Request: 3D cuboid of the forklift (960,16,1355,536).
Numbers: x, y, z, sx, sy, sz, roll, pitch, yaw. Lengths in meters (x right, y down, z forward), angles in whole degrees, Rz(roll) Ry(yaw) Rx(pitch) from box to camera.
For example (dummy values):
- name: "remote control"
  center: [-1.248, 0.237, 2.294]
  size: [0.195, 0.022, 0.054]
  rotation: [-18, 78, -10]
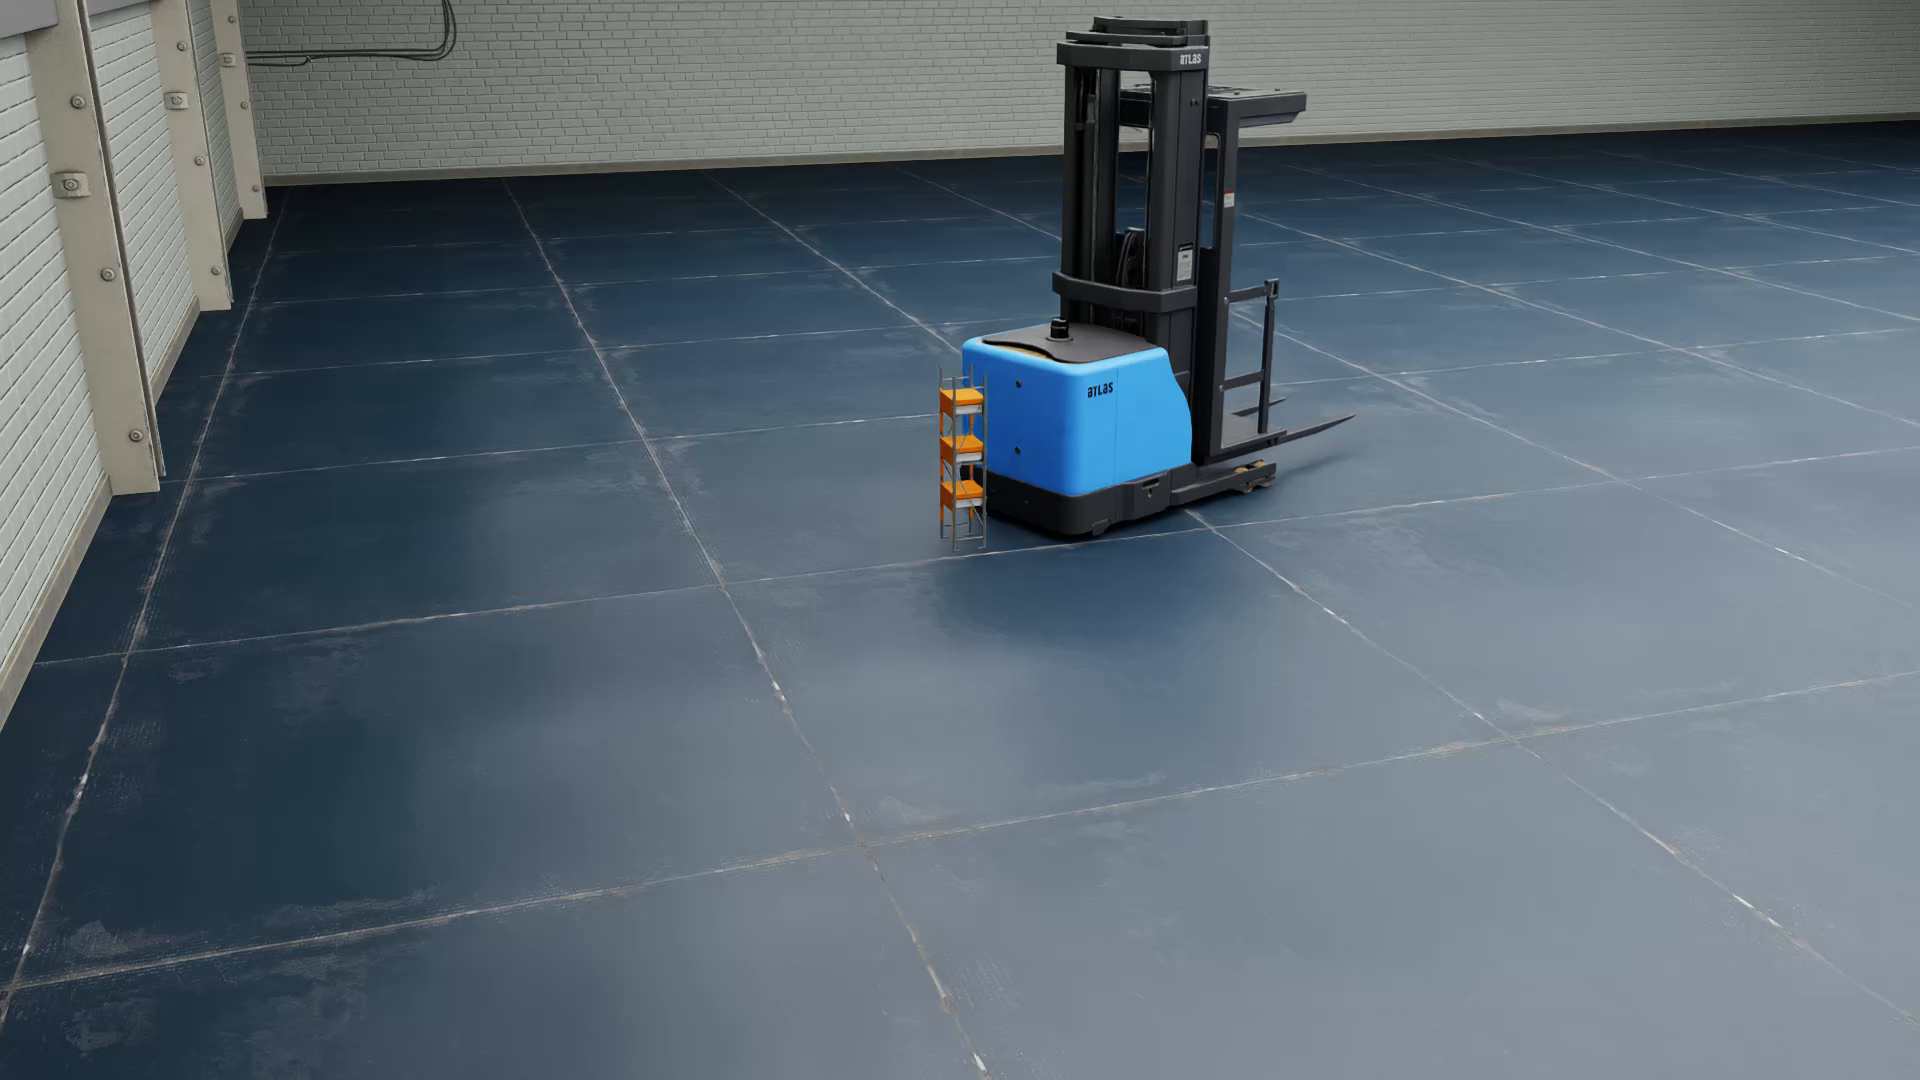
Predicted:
- name: "forklift"
  center: [1.435, -1.799, 10.589]
  size: [3.031, 2.935, 1.130]
  rotation: [-17, 26, -39]

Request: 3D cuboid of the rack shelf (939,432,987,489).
- name: "rack shelf"
  center: [0.017, -0.467, 9.695]
  size: [0.215, 0.259, 0.240]
  rotation: [-6, 21, -17]

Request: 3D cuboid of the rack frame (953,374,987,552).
- name: "rack frame"
  center: [0.055, -0.438, 9.582]
  size: [0.200, 1.050, 0.008]
  rotation: [-6, 21, -17]

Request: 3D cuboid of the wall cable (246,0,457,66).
- name: "wall cable"
  center: [-8.854, -8.075, 23.678]
  size: [3.097, 2.526, 0.112]
  rotation: [-6, 21, -17]

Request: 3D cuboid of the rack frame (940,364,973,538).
- name: "rack frame"
  center: [-0.022, -0.516, 9.800]
  size: [0.200, 1.050, 0.008]
  rotation: [-6, 21, -17]

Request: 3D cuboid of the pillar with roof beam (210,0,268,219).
- name: "pillar with roof beam"
  center: [-5.096, -8.907, 21.403]
  size: [9.100, 9.000, 0.400]
  rotation: [-6, 21, -17]

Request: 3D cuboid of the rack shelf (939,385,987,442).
- name: "rack shelf"
  center: [0.017, -0.734, 9.599]
  size: [0.215, 0.259, 0.240]
  rotation: [-6, 21, -17]

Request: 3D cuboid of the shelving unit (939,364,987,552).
- name: "shelving unit"
  center: [0.017, -0.477, 9.691]
  size: [0.215, 1.050, 0.252]
  rotation: [-6, 21, -17]

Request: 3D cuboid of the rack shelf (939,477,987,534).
- name: "rack shelf"
  center: [0.017, -0.205, 9.789]
  size: [0.215, 0.259, 0.240]
  rotation: [-6, 21, -17]

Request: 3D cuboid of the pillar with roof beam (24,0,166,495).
- name: "pillar with roof beam"
  center: [-1.325, -5.057, 10.682]
  size: [9.100, 9.000, 0.400]
  rotation: [-6, 21, -17]

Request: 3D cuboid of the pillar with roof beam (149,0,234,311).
- name: "pillar with roof beam"
  center: [-3.210, -6.982, 16.043]
  size: [9.100, 9.000, 0.400]
  rotation: [-6, 21, -17]
